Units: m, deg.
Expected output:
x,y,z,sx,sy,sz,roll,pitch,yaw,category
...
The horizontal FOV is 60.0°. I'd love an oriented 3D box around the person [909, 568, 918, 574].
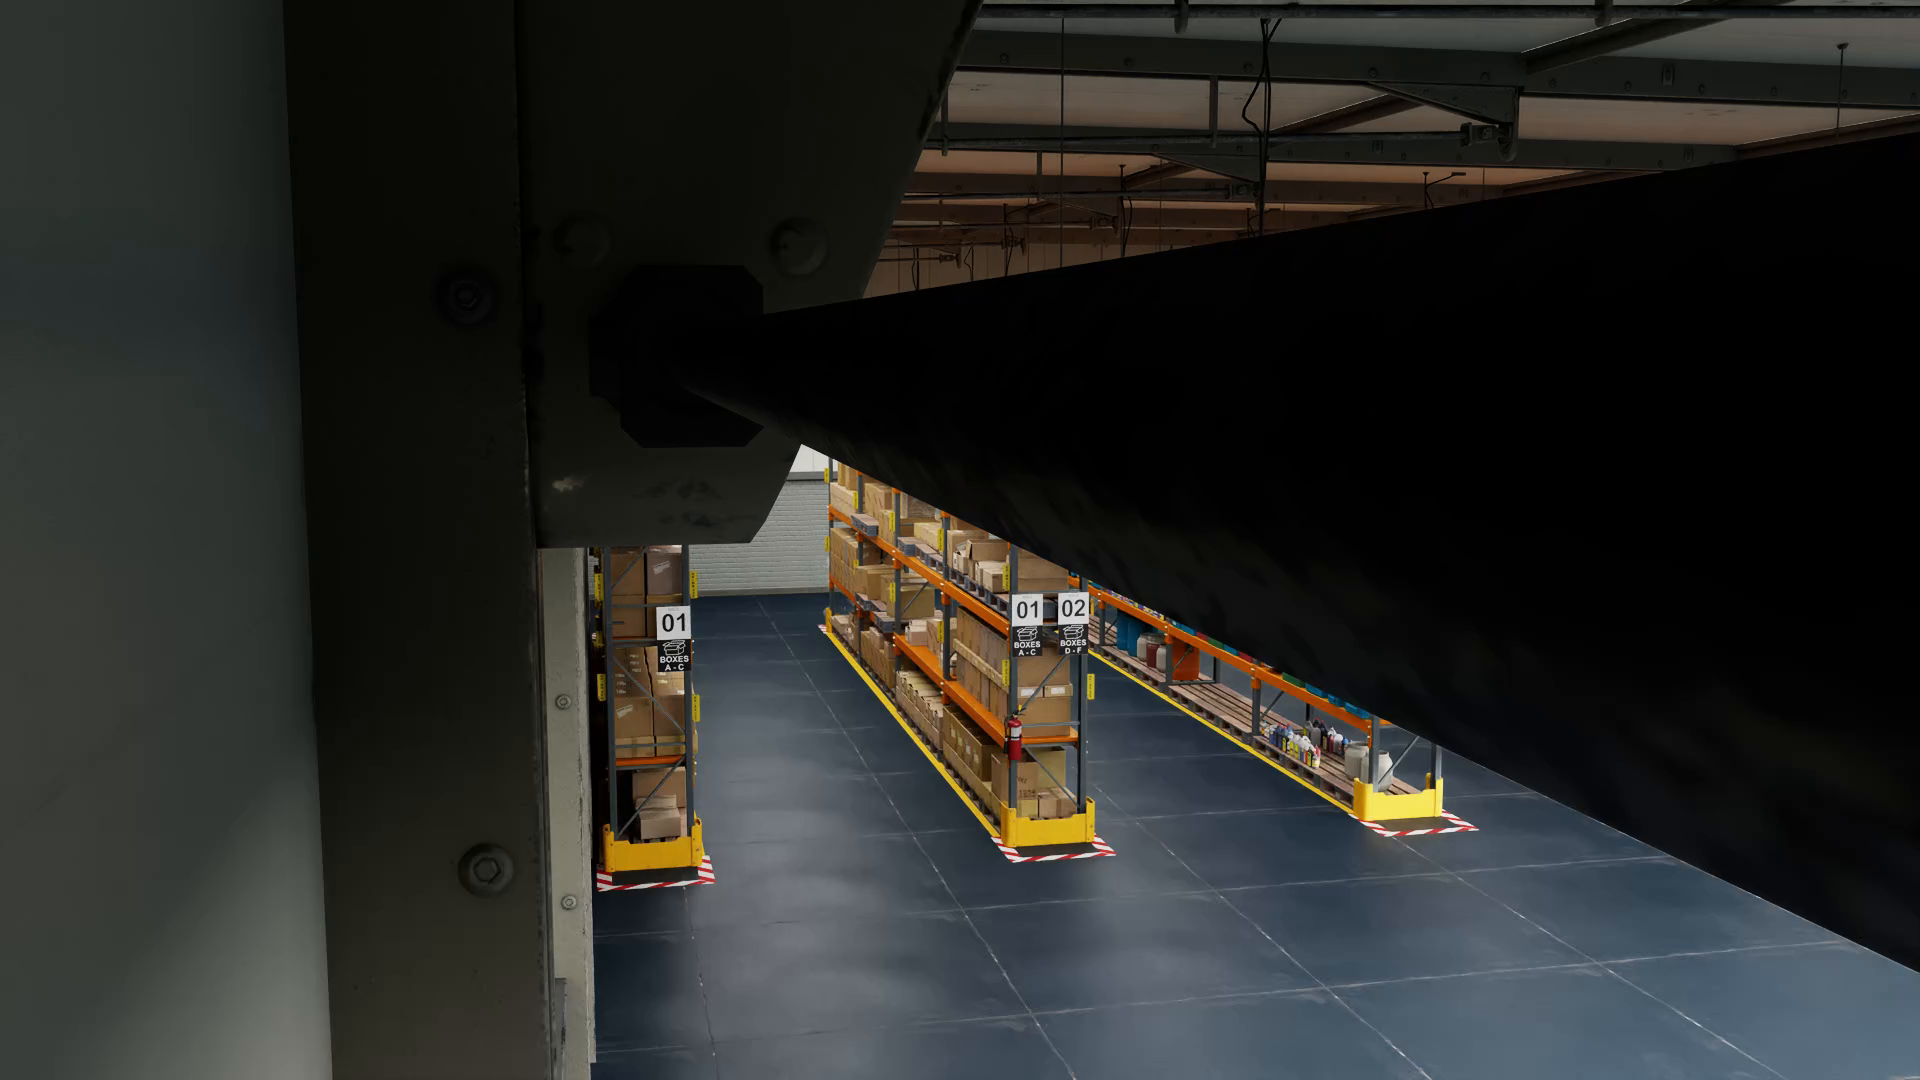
x,y,z,sx,sy,sz,roll,pitch,yaw,category
-0.942,1.066,37.498,0.835,1.685,0.793,3,7,21,person
